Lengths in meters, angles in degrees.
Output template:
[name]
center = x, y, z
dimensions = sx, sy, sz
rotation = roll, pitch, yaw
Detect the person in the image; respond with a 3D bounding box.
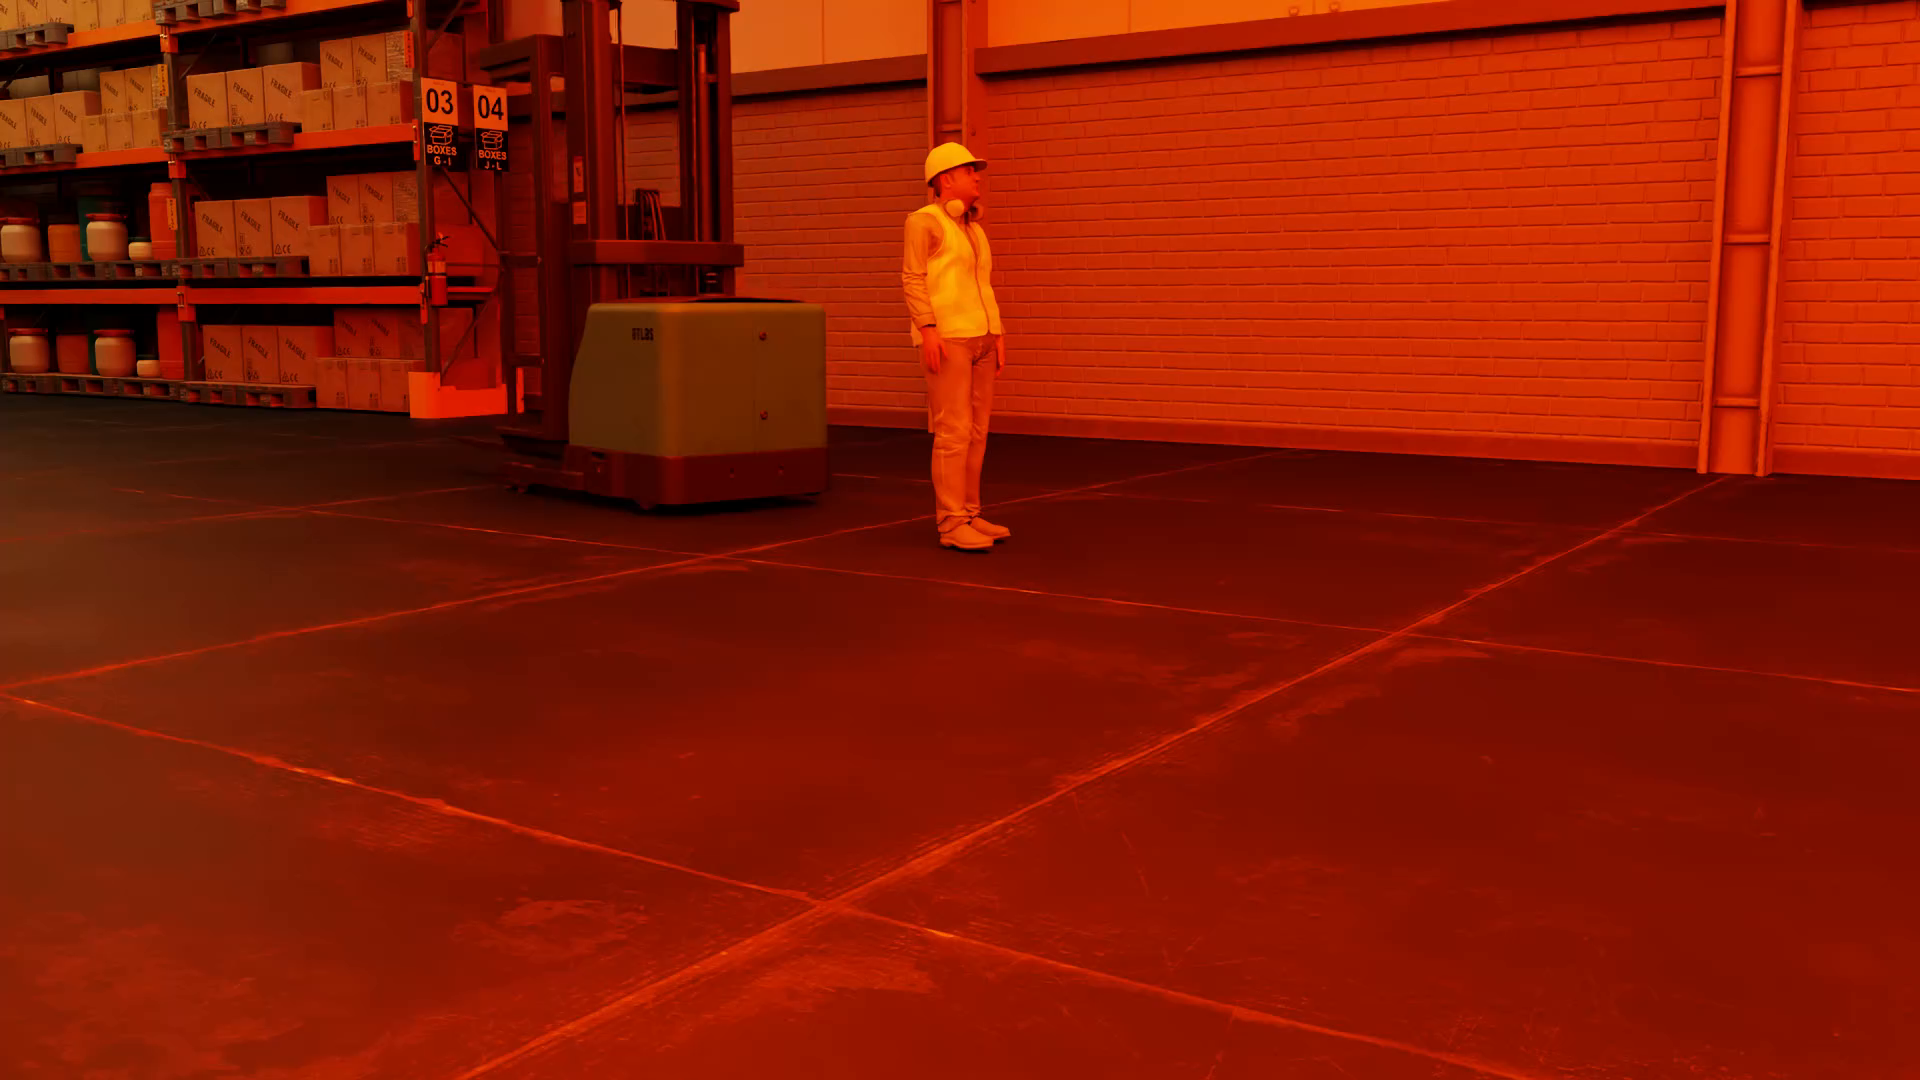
[person]
center = 0.048, -0.880, 7.437
dimensions = 0.566, 1.775, 0.633
rotation = 5, 10, 34

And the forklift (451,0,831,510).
[forklift]
center = -2.034, -1.760, 9.570
dimensions = 1.130, 2.935, 3.031
rotation = -7, 11, -40
